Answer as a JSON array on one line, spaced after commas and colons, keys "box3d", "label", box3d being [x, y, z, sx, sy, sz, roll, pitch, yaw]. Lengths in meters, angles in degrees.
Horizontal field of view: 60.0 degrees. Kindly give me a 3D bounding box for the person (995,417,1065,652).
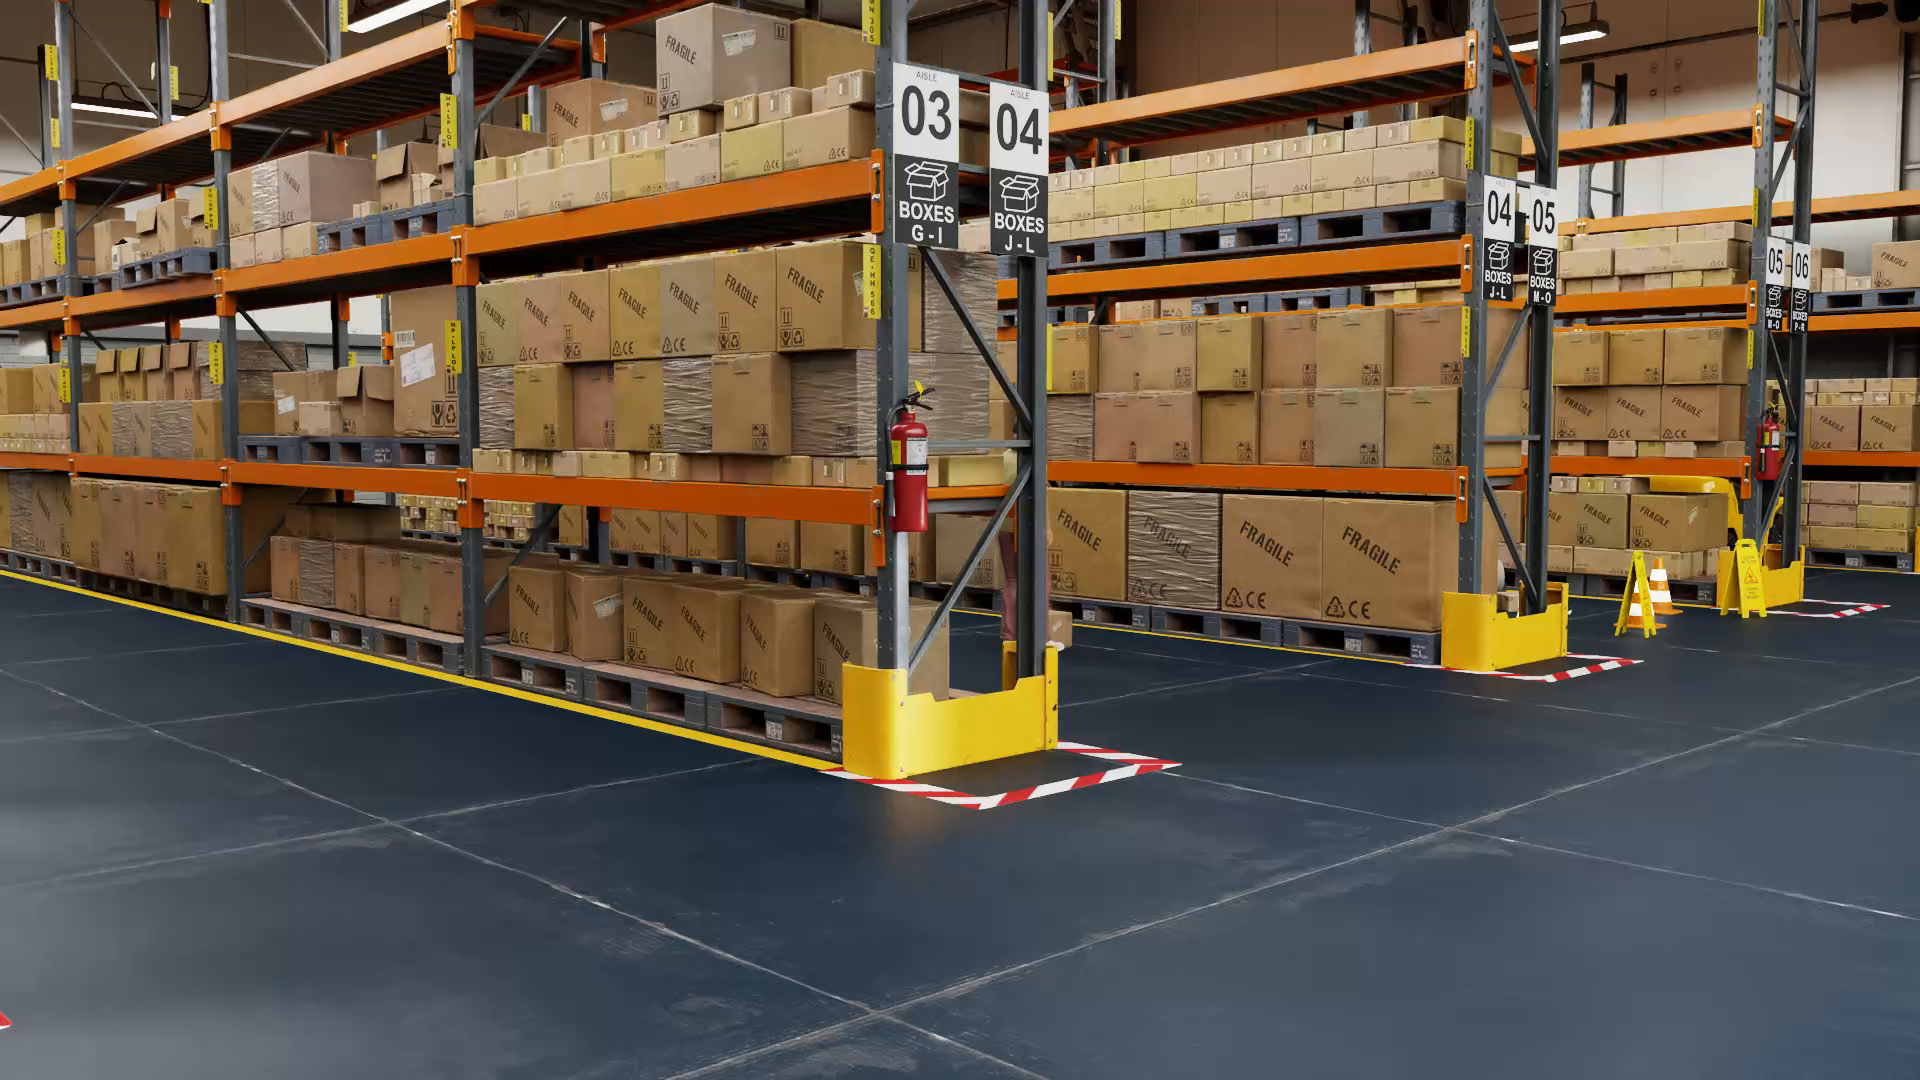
[{"box3d": [0.454, -0.051, 11.739, 0.519, 1.671, 0.367, 4, 5, 42], "label": "person"}]
